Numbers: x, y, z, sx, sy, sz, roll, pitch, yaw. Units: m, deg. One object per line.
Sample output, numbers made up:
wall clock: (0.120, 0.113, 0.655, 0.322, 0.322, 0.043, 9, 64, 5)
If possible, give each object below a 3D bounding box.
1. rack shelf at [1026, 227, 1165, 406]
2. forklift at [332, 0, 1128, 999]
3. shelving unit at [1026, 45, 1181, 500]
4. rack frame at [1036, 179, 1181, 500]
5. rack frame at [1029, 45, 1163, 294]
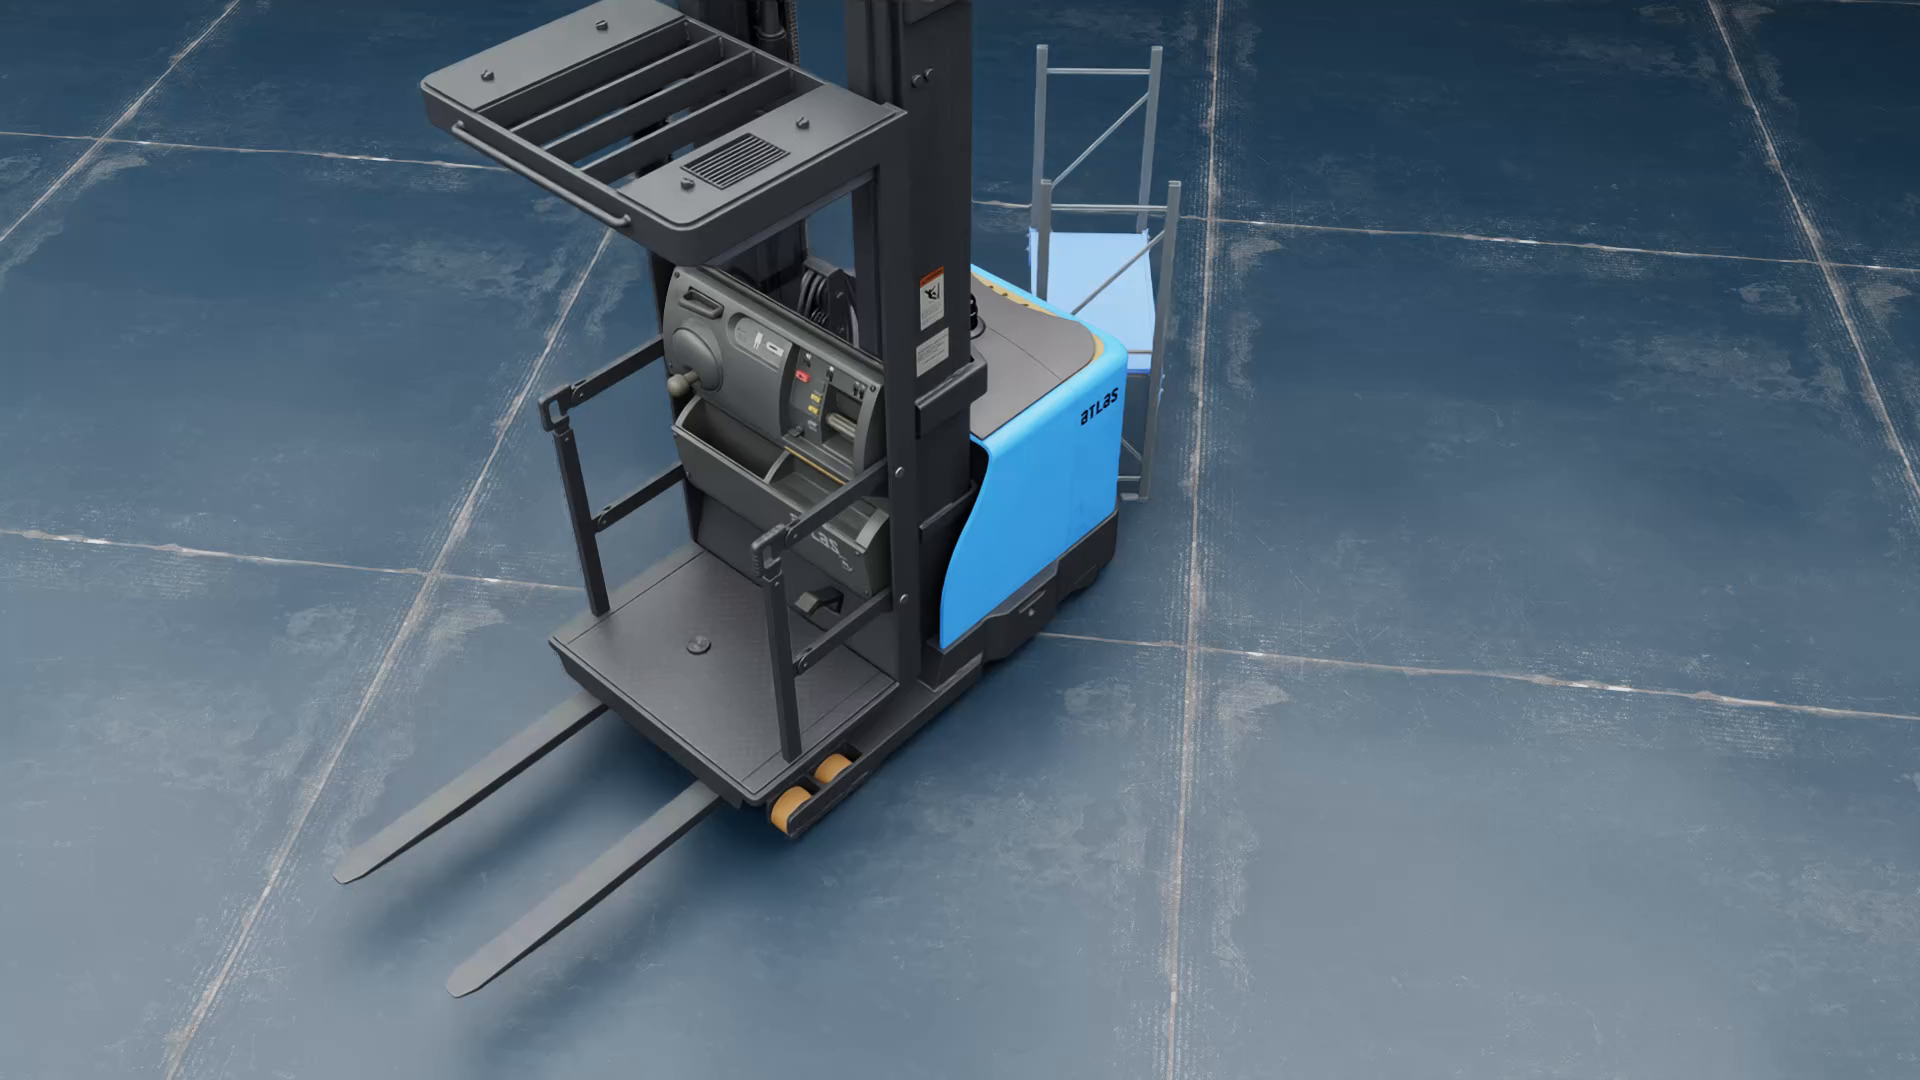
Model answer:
rack shelf: (0.547, -0.945, 6.918, 0.538, 0.185, 1.000, 1, 43, 1)
forklift: (-0.742, -0.455, 5.099, 1.130, 2.935, 3.031, 32, 52, 29)
shelving unit: (0.547, -1.075, 6.795, 0.538, 1.500, 1.048, 1, 43, 1)
rack frame: (0.535, -0.726, 6.426, 0.500, 1.500, 0.032, 1, 43, 1)
rack frame: (0.559, -1.425, 7.164, 0.500, 1.500, 0.032, 1, 43, 1)
